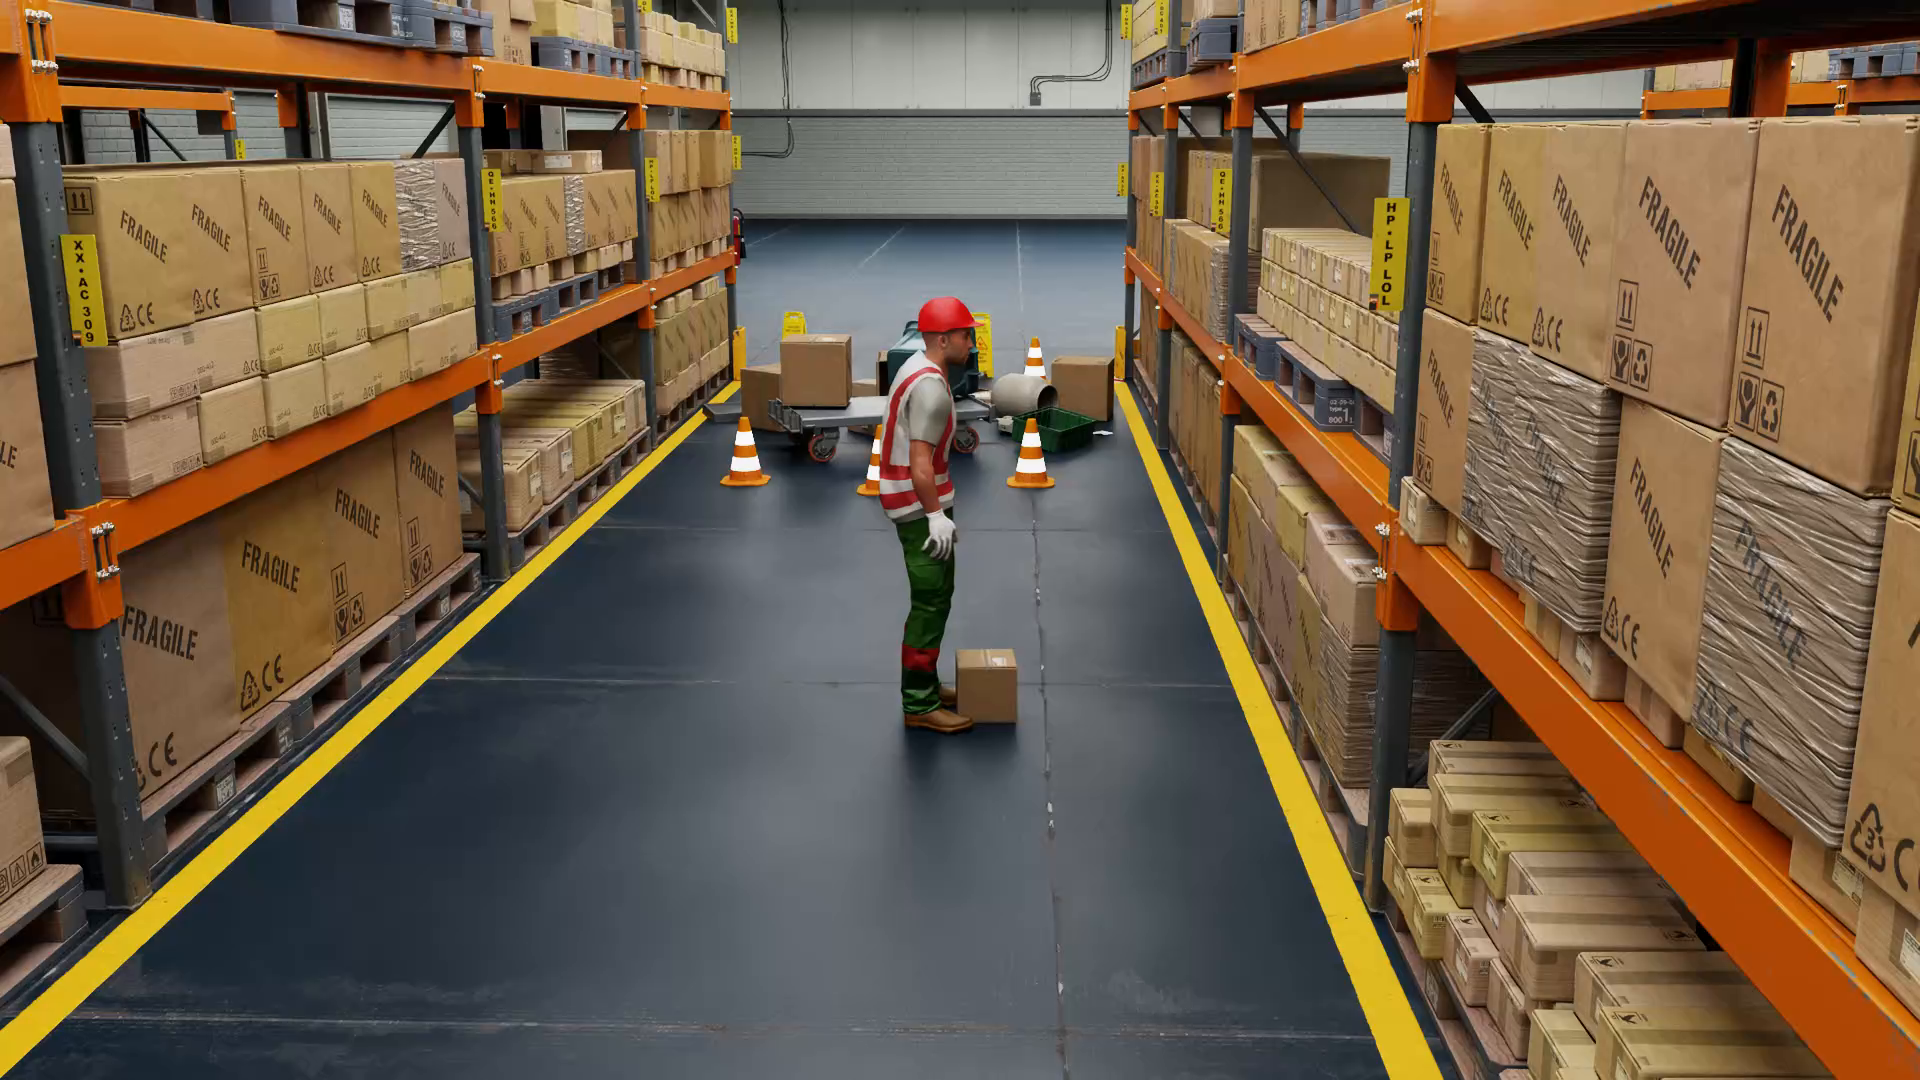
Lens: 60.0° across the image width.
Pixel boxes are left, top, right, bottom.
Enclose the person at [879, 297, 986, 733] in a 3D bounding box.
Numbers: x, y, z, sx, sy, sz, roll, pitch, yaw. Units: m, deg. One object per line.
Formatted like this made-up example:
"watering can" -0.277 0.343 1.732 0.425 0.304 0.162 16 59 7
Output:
"person" -0.116 -0.123 6.965 0.447 1.780 0.620 0 14 -2
